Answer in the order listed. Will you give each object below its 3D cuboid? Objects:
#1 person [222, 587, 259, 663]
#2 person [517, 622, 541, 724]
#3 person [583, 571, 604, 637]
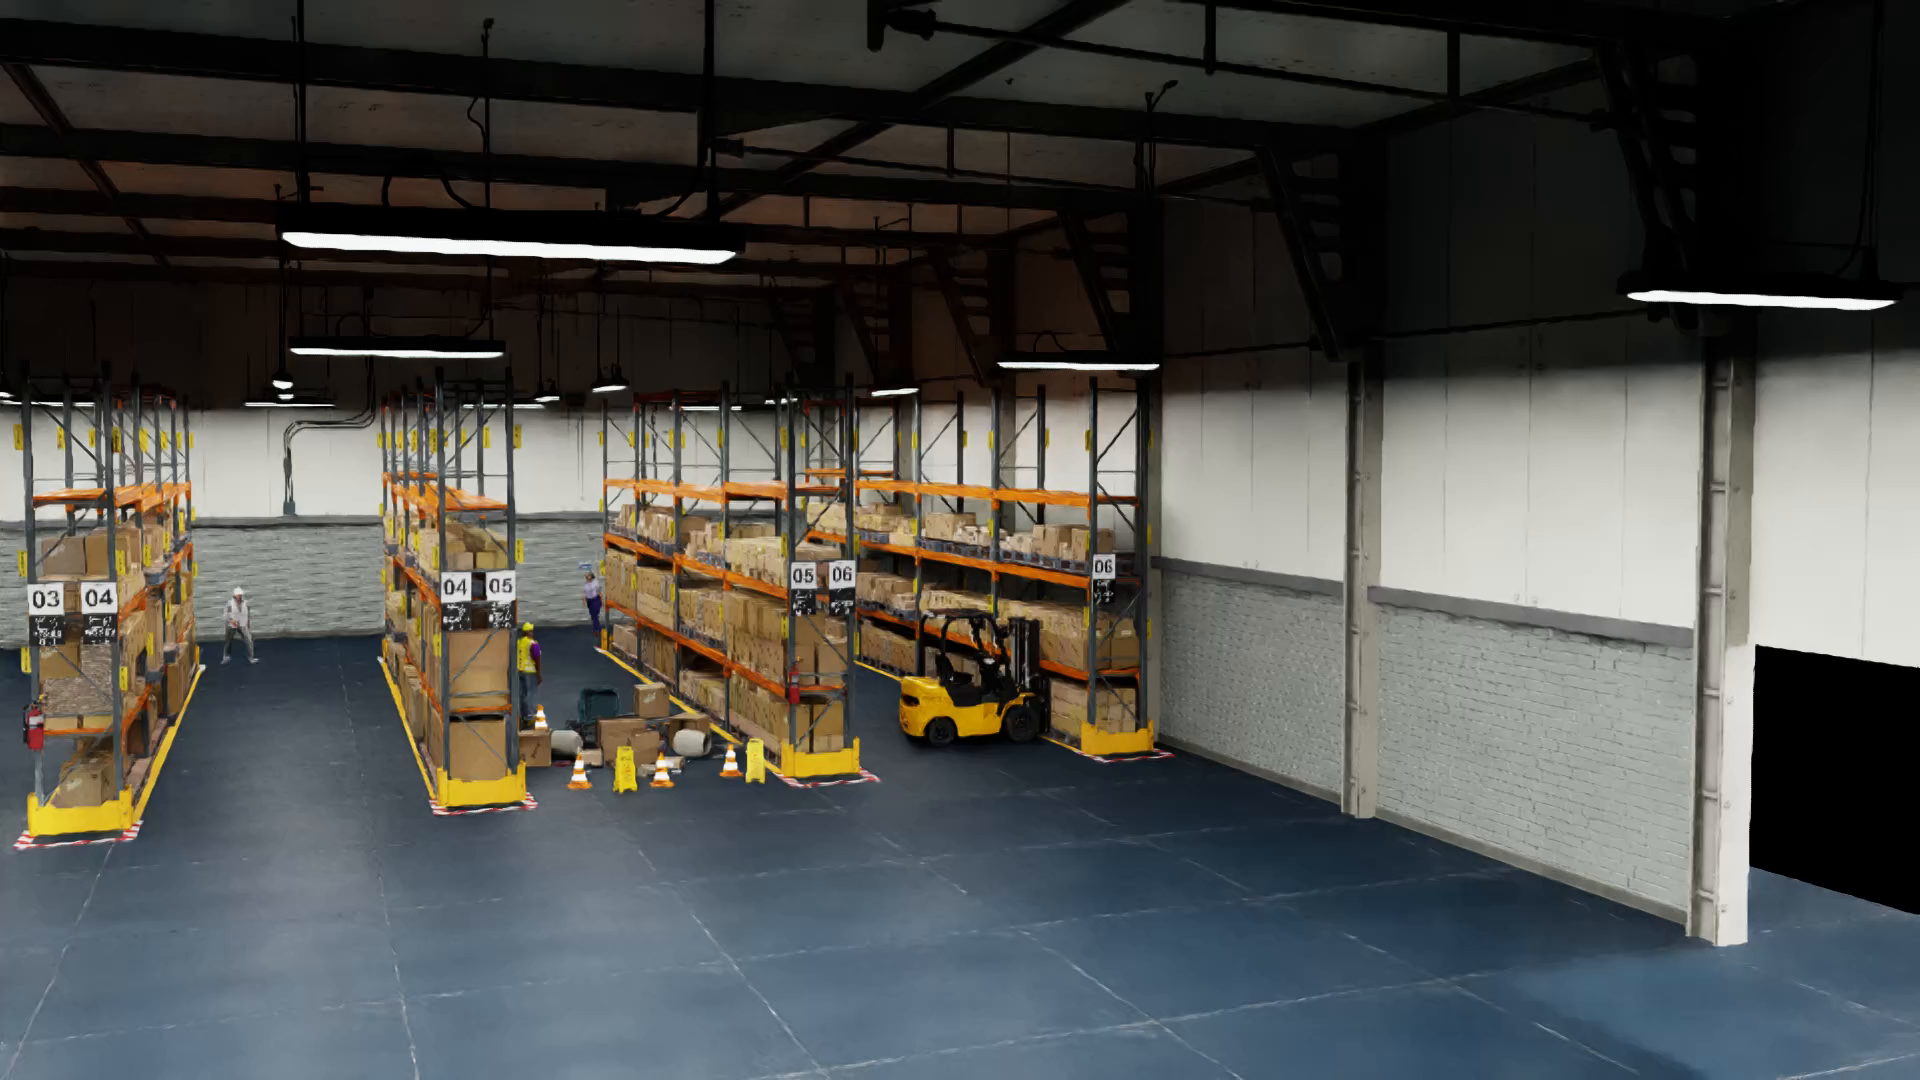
[{"bbox_3d":[-16.185,1.900,37.255,0.688,1.711,0.825,-3,4,-40],"label":"person"},{"bbox_3d":[-7.593,2.332,29.421,0.632,1.768,0.453,3,4,38],"label":"person"},{"bbox_3d":[-9.417,1.634,42.728,0.540,1.658,0.524,2,4,32],"label":"person"}]
